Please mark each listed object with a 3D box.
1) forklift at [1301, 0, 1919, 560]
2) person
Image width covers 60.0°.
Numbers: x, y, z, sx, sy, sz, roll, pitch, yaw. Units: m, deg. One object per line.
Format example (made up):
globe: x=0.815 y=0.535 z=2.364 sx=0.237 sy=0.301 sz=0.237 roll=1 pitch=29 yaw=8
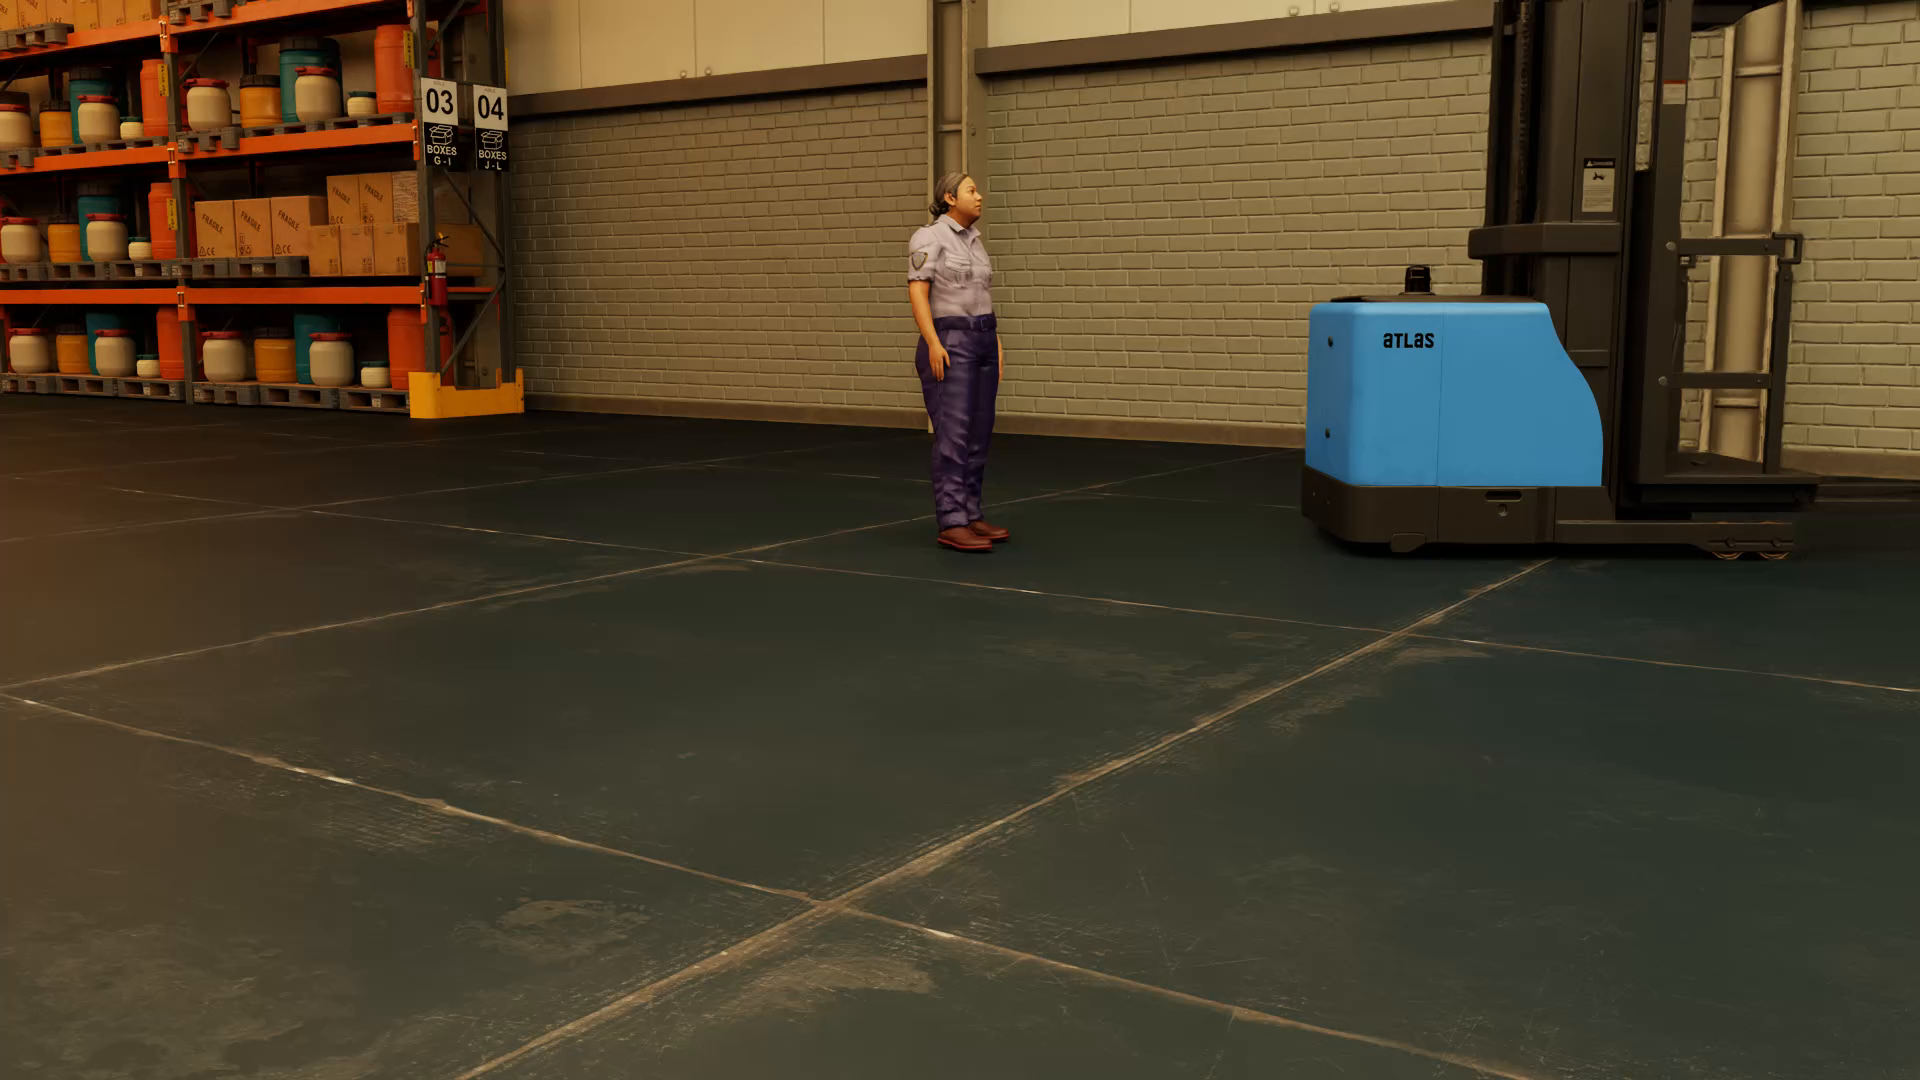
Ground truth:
forklift: x=3.145 y=-1.441 z=7.328 sx=3.031 sy=2.935 sz=1.130 roll=0 pitch=8 yaw=0
person: x=0.062 y=-0.813 z=7.418 sx=0.502 sy=1.651 sz=0.598 roll=5 pitch=10 yaw=34
